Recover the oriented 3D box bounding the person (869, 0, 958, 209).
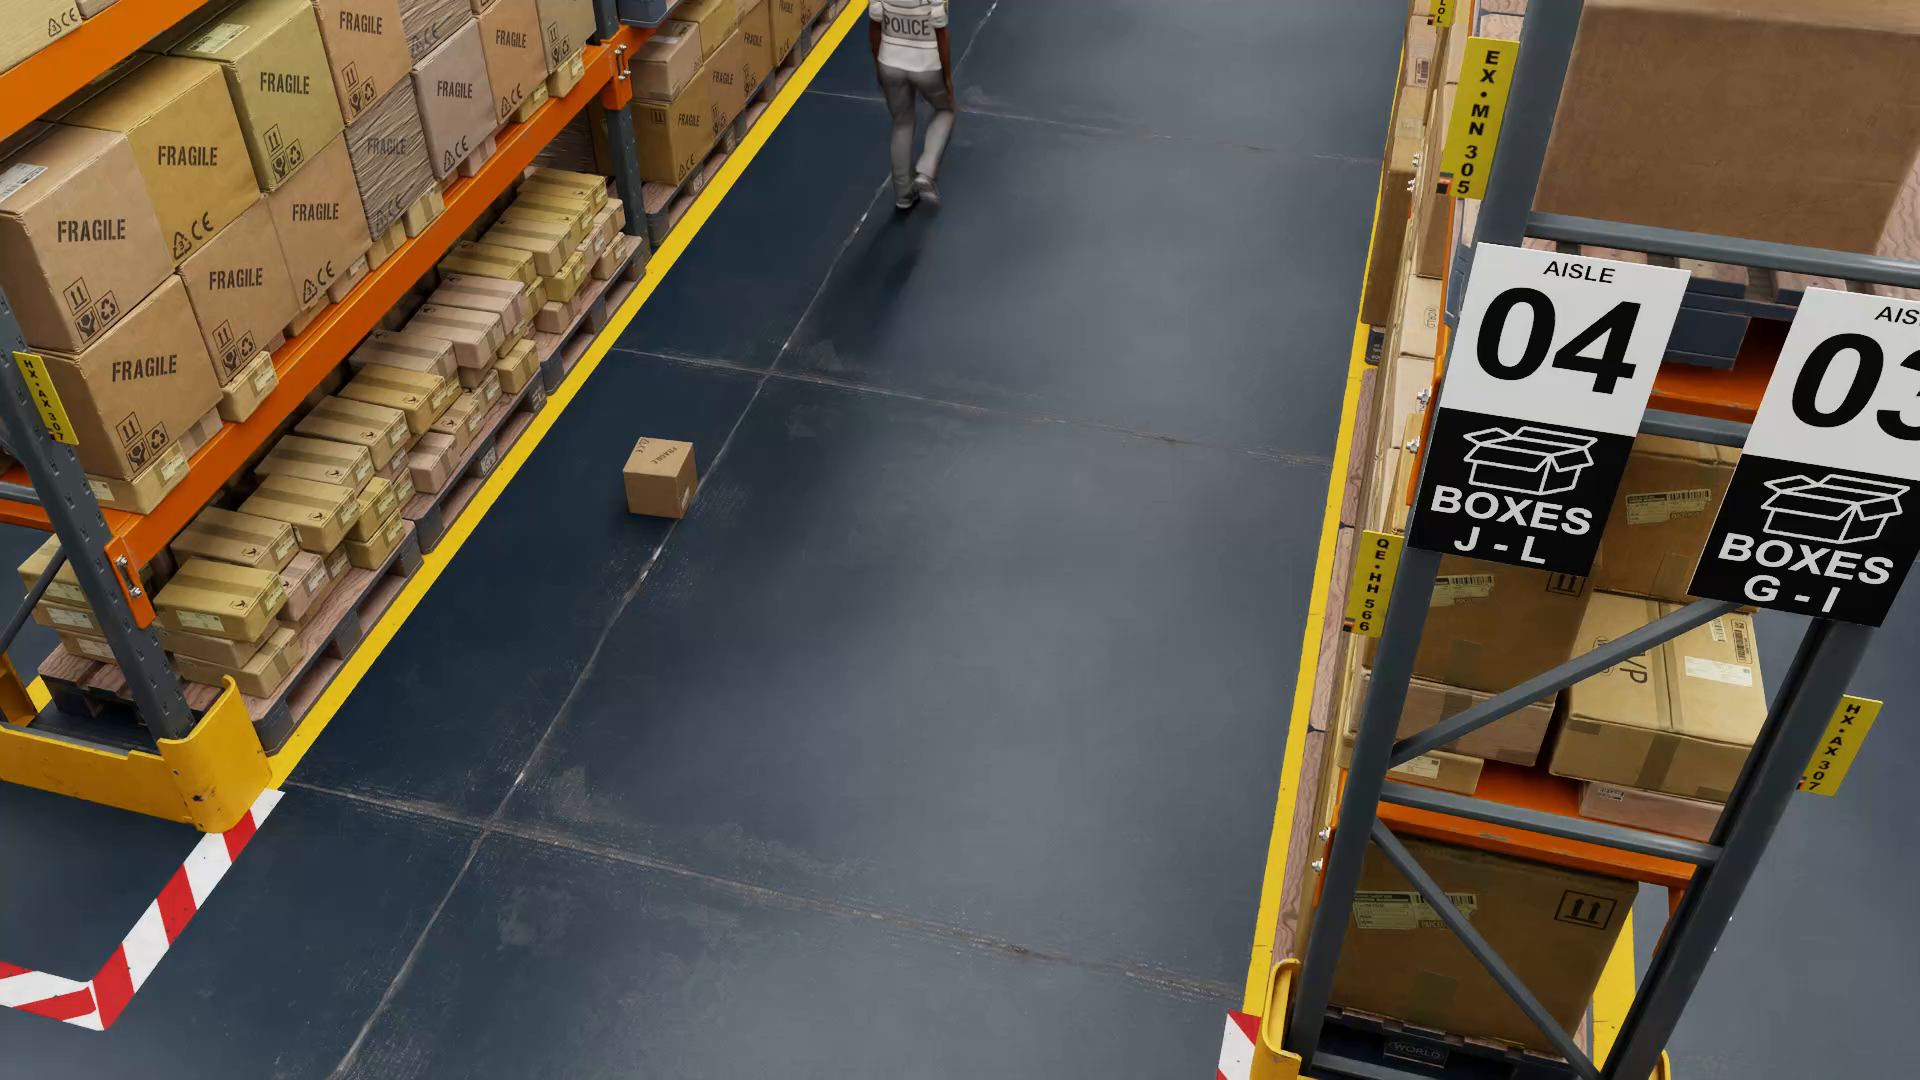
[{"bbox_3d":[-0.247,-2.606,9.079,0.470,1.674,0.444,9,42,10],"label":"person"}]
